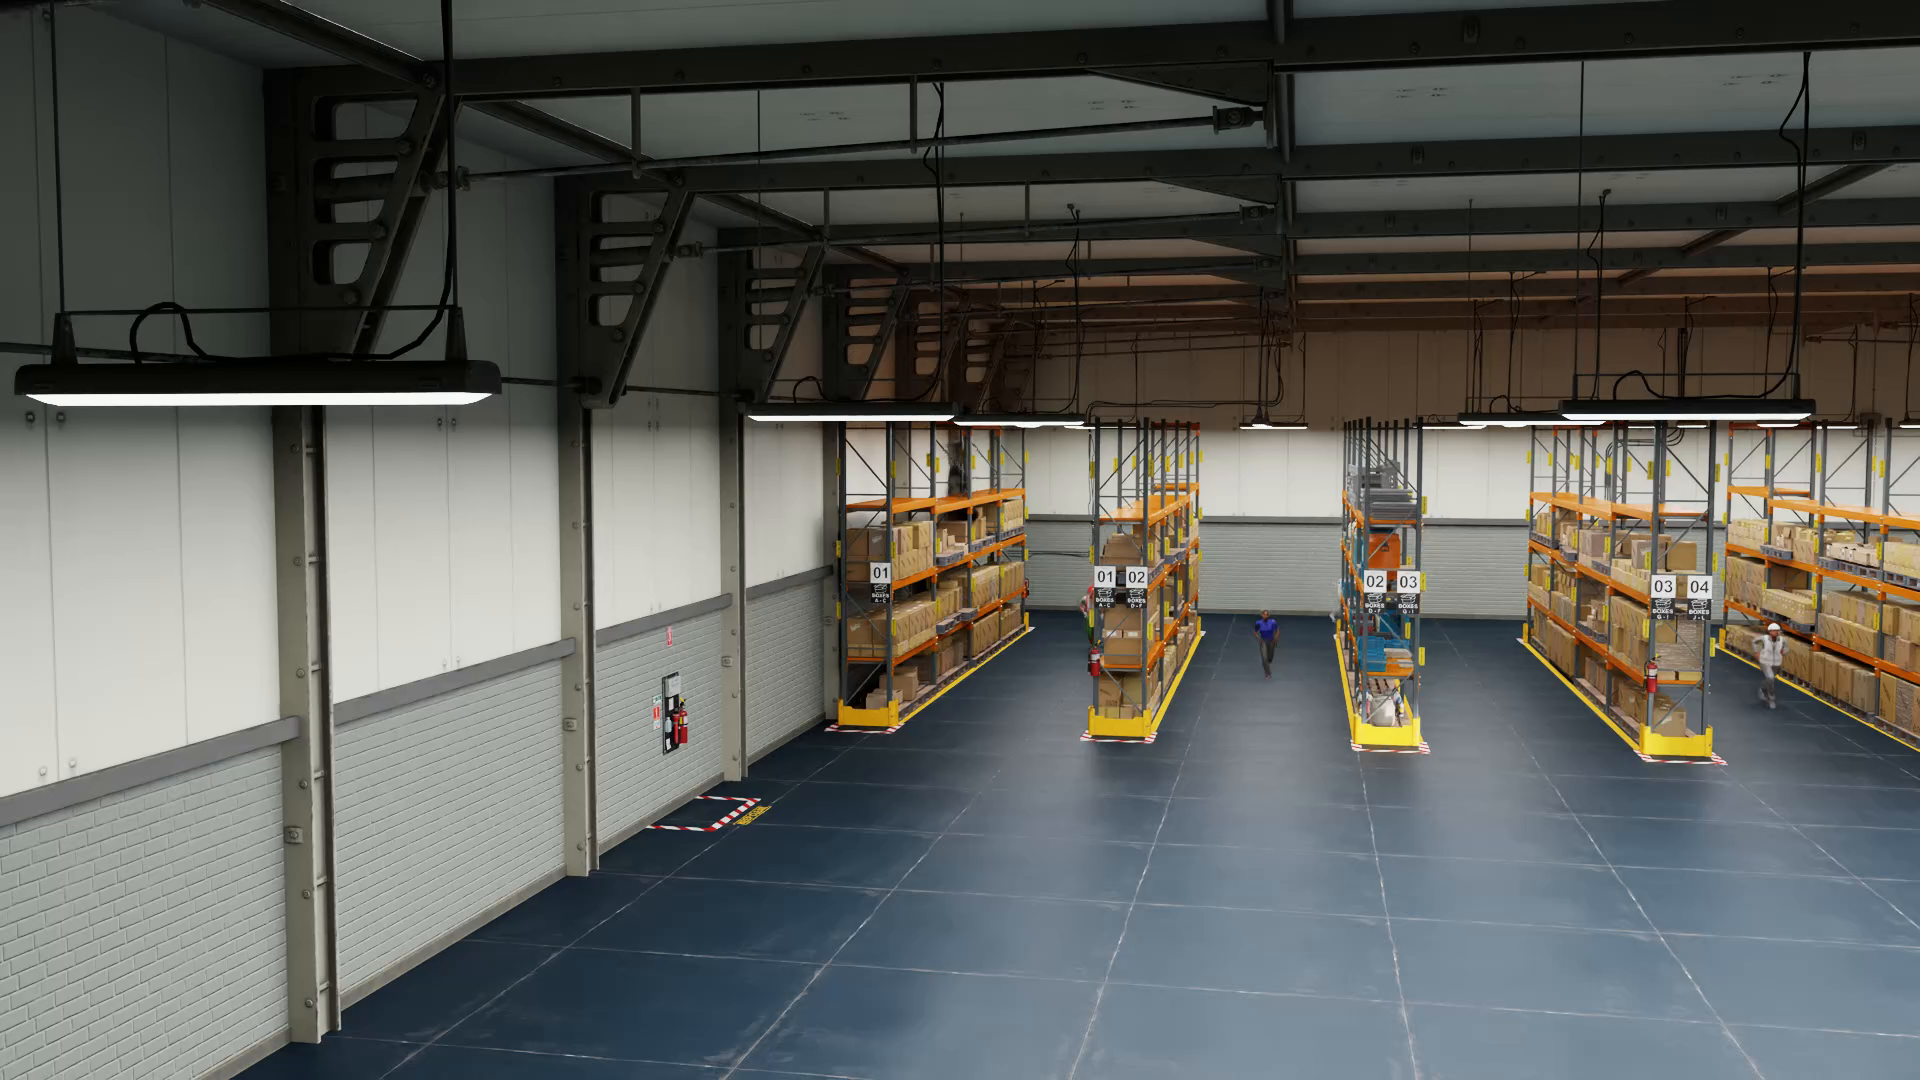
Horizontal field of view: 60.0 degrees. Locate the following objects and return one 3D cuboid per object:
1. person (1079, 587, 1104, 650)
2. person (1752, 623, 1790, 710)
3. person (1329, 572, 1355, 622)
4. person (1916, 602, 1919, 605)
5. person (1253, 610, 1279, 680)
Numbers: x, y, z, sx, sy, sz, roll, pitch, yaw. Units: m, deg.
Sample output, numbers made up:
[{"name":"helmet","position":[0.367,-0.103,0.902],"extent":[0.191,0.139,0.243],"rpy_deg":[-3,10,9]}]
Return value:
[{"name":"person","position":[3.430,2.050,43.144],"extent":[0.654,1.710,0.807],"rpy_deg":[1,4,12]},{"name":"person","position":[16.918,2.604,34.764],"extent":[0.654,1.788,0.965],"rpy_deg":[0,4,2]},{"name":"person","position":[11.443,1.713,49.139],"extent":[1.022,1.688,0.617],"rpy_deg":[2,4,28]},{"name":"person","position":[22.183,2.336,38.541],"extent":[0.724,1.794,0.953],"rpy_deg":[0,4,5]},{"name":"person","position":[7.137,2.521,38.798],"extent":[0.586,1.455,0.777],"rpy_deg":[0,4,5]}]
